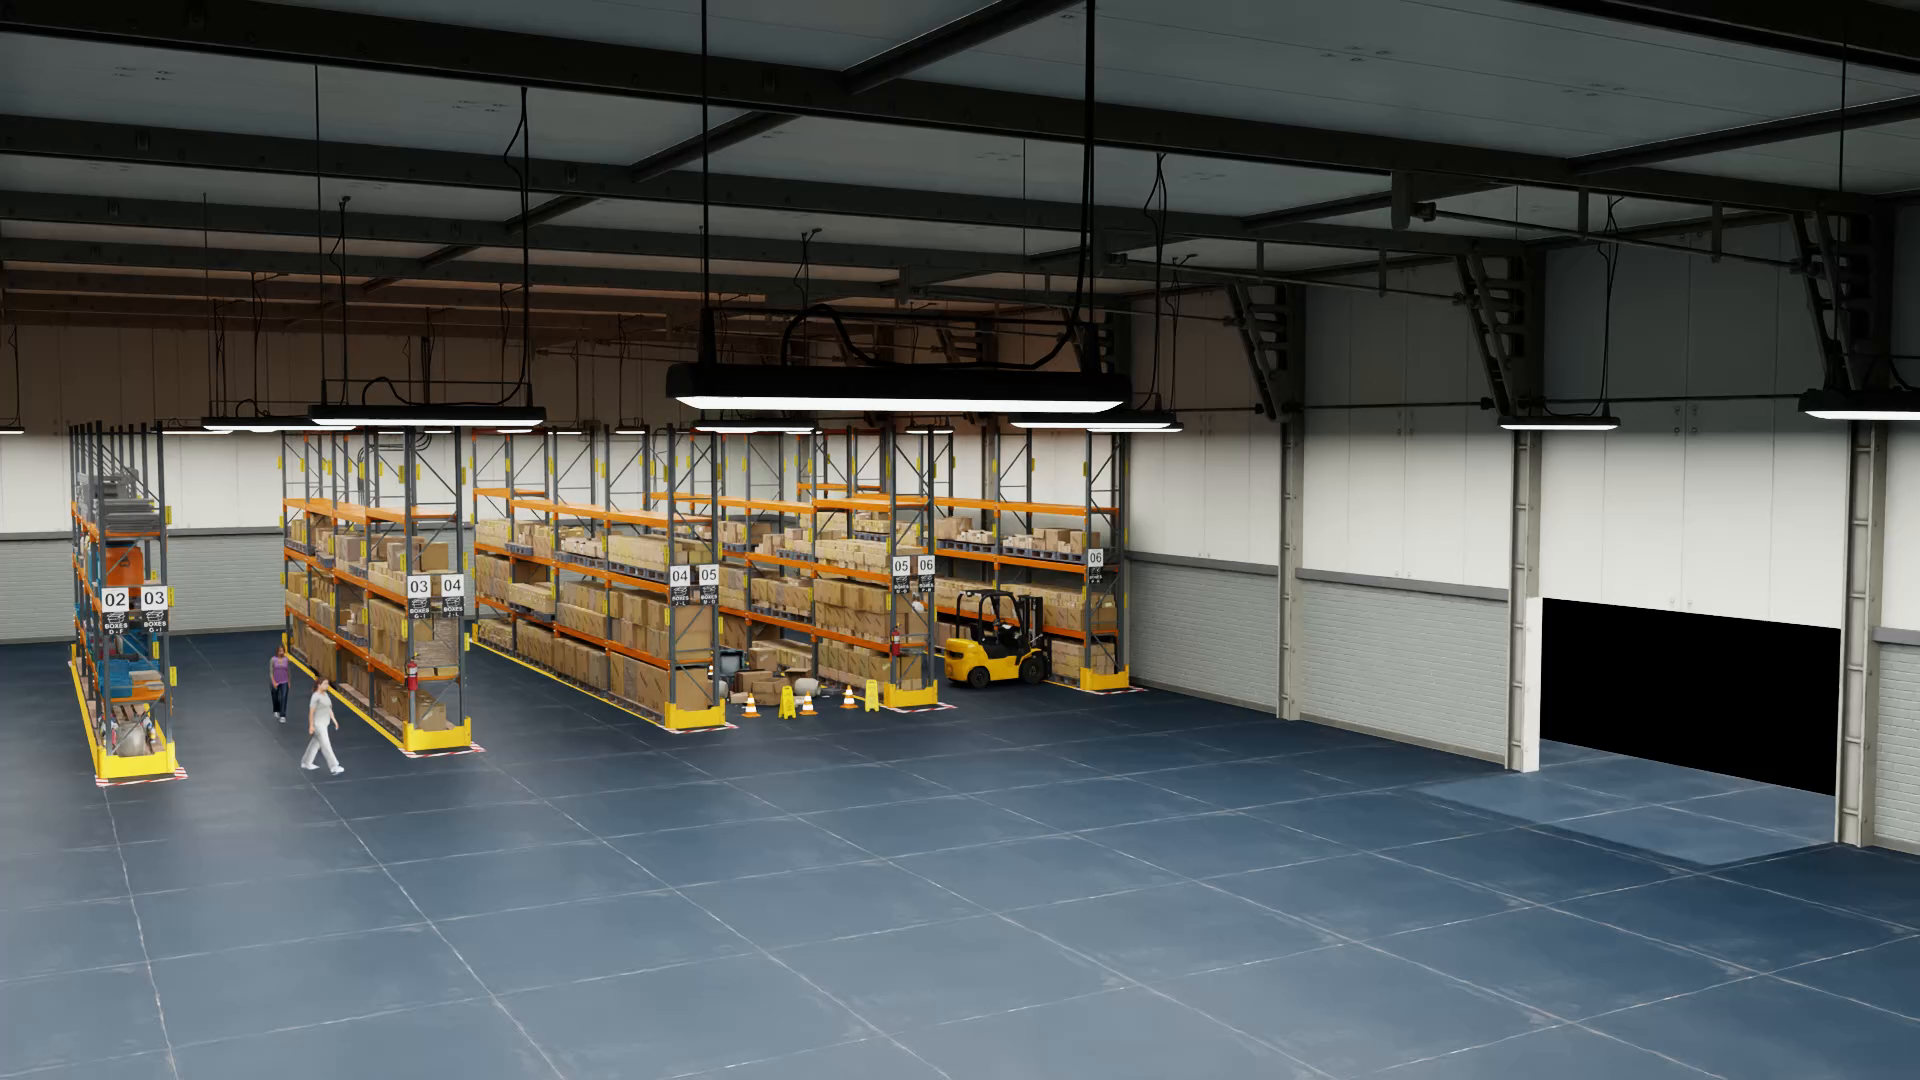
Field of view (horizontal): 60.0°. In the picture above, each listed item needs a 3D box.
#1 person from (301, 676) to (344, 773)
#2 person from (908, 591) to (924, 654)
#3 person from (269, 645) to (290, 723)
[{"bbox_3d":[-10.854,3.132,28.363,1.006,1.614,0.481,1,4,14],"label":"person"},{"bbox_3d":[-1.182,2.133,41.826,0.595,1.673,0.530,-2,4,-35],"label":"person"},{"bbox_3d":[-13.692,2.877,33.499,0.403,1.518,0.964,-2,4,-25],"label":"person"}]
